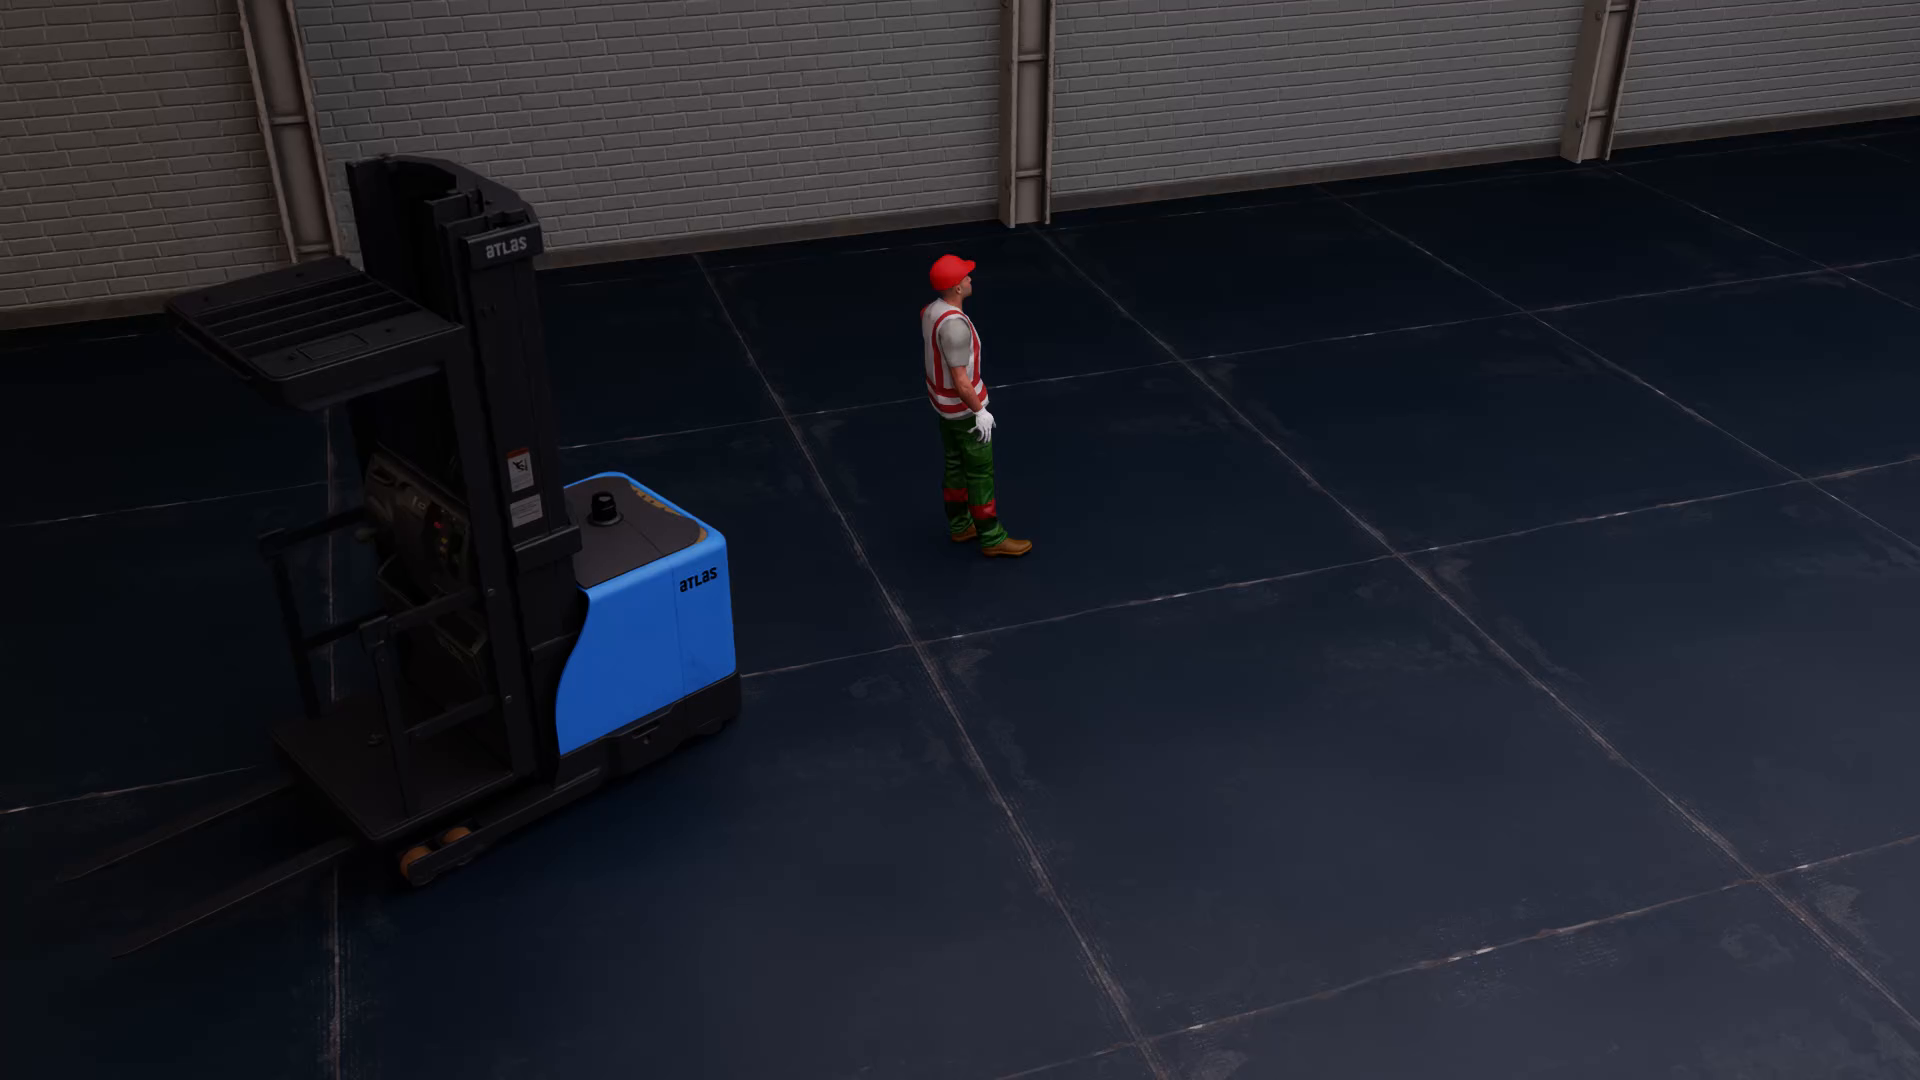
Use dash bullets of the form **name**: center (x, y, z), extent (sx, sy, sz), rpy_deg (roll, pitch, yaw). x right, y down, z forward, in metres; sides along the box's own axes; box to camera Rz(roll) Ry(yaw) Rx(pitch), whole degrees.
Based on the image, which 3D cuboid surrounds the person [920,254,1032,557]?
- **person**: center (0.080, -0.789, 9.588), extent (0.564, 1.787, 0.637), rpy_deg (-10, 31, -16)

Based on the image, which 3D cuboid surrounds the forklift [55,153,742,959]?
- **forklift**: center (-2.523, -0.037, 7.151), extent (3.031, 2.935, 1.130), rpy_deg (-25, 38, -36)
